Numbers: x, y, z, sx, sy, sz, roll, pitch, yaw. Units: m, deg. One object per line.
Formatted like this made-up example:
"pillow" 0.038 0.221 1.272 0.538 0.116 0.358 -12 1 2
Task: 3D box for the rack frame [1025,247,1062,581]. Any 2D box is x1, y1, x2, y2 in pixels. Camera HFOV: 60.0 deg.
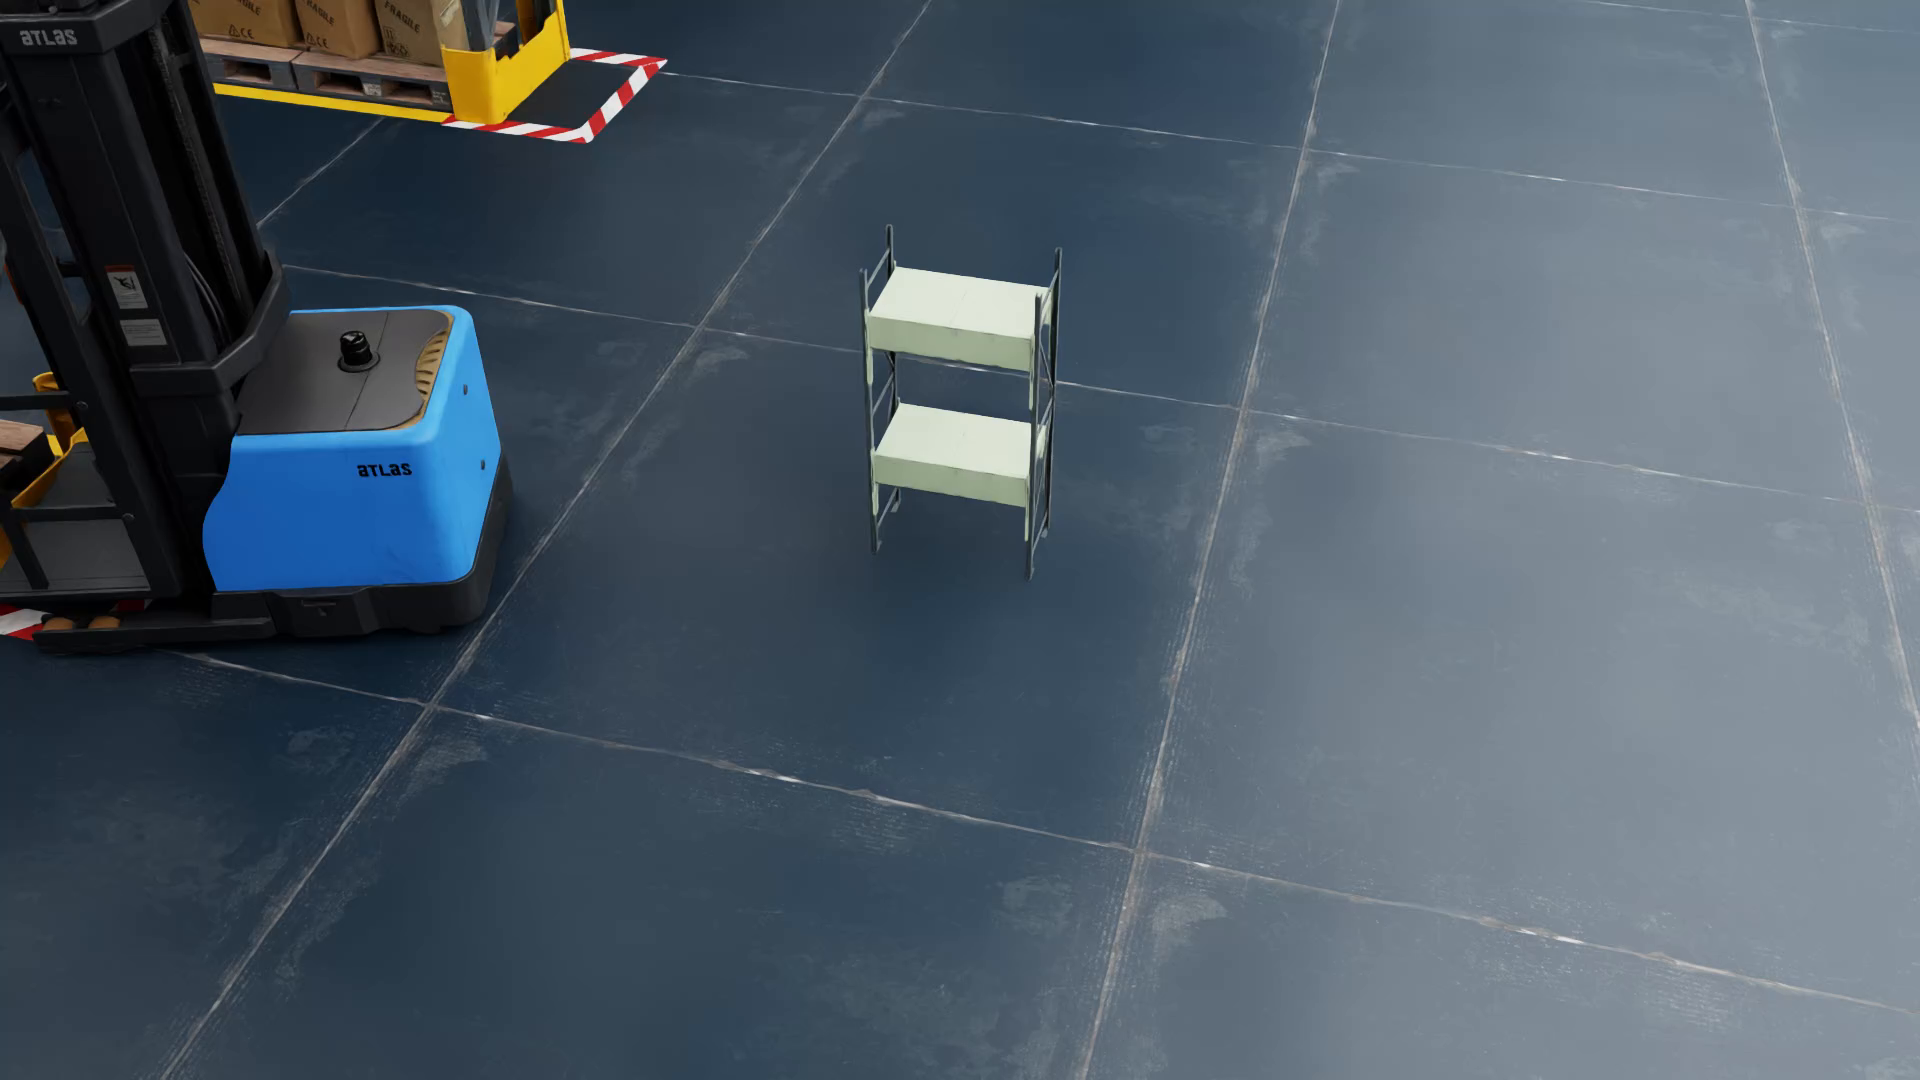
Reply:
"rack frame" 0.360 -0.512 7.218 0.023 1.500 0.400 10 41 11

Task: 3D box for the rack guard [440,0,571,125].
"rack guard" -3.083 -3.336 11.358 0.348 0.500 1.175 10 41 11

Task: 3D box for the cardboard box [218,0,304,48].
"cardboard box" -4.795 -3.792 11.575 0.500 0.500 0.500 13 42 15

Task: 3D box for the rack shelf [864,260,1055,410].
"rack shelf" 0.006 -0.872 7.040 0.720 0.370 0.431 10 41 11

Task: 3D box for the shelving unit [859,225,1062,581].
"shelving unit" 0.006 -0.573 7.291 0.755 1.500 0.431 10 41 11

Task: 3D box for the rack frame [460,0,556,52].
"rack frame" -3.010 -4.281 10.539 0.127 3.000 1.000 10 41 11

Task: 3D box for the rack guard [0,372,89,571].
"rack guard" -4.376 -0.230 7.659 0.348 0.500 1.175 10 41 11

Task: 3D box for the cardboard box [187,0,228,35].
"cardboard box" -5.322 -3.913 11.718 0.500 0.500 0.500 6 40 8

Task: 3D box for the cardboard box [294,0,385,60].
"cardboard box" -4.195 -3.676 11.437 0.500 0.500 0.500 20 44 23

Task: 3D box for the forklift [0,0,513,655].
"forklift" -3.623 -0.977 6.658 3.031 2.935 1.130 -2 40 -3

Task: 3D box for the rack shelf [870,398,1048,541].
"rack shelf" 0.006 -0.324 7.501 0.720 0.370 0.431 10 41 11

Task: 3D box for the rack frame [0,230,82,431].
"rack frame" -4.290 -1.203 6.875 0.127 3.000 1.000 10 41 11

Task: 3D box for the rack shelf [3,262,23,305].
"rack shelf" -6.222 -1.260 7.502 4.000 0.370 1.077 10 41 11

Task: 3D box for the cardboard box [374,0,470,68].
"cardboard box" -3.609 -3.598 11.344 0.500 0.500 0.500 17 43 19

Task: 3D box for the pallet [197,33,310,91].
"pallet" -5.034 -3.586 11.881 1.213 0.211 1.003 10 41 11

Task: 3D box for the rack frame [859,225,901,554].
"rack frame" -0.347 -0.634 7.363 0.023 1.500 0.400 10 41 11

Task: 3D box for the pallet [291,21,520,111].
"pallet" -3.859 -3.382 11.638 1.213 0.211 1.003 10 41 11

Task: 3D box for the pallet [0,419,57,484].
"pallet" -5.159 -0.257 7.917 1.213 0.211 1.003 10 41 11
